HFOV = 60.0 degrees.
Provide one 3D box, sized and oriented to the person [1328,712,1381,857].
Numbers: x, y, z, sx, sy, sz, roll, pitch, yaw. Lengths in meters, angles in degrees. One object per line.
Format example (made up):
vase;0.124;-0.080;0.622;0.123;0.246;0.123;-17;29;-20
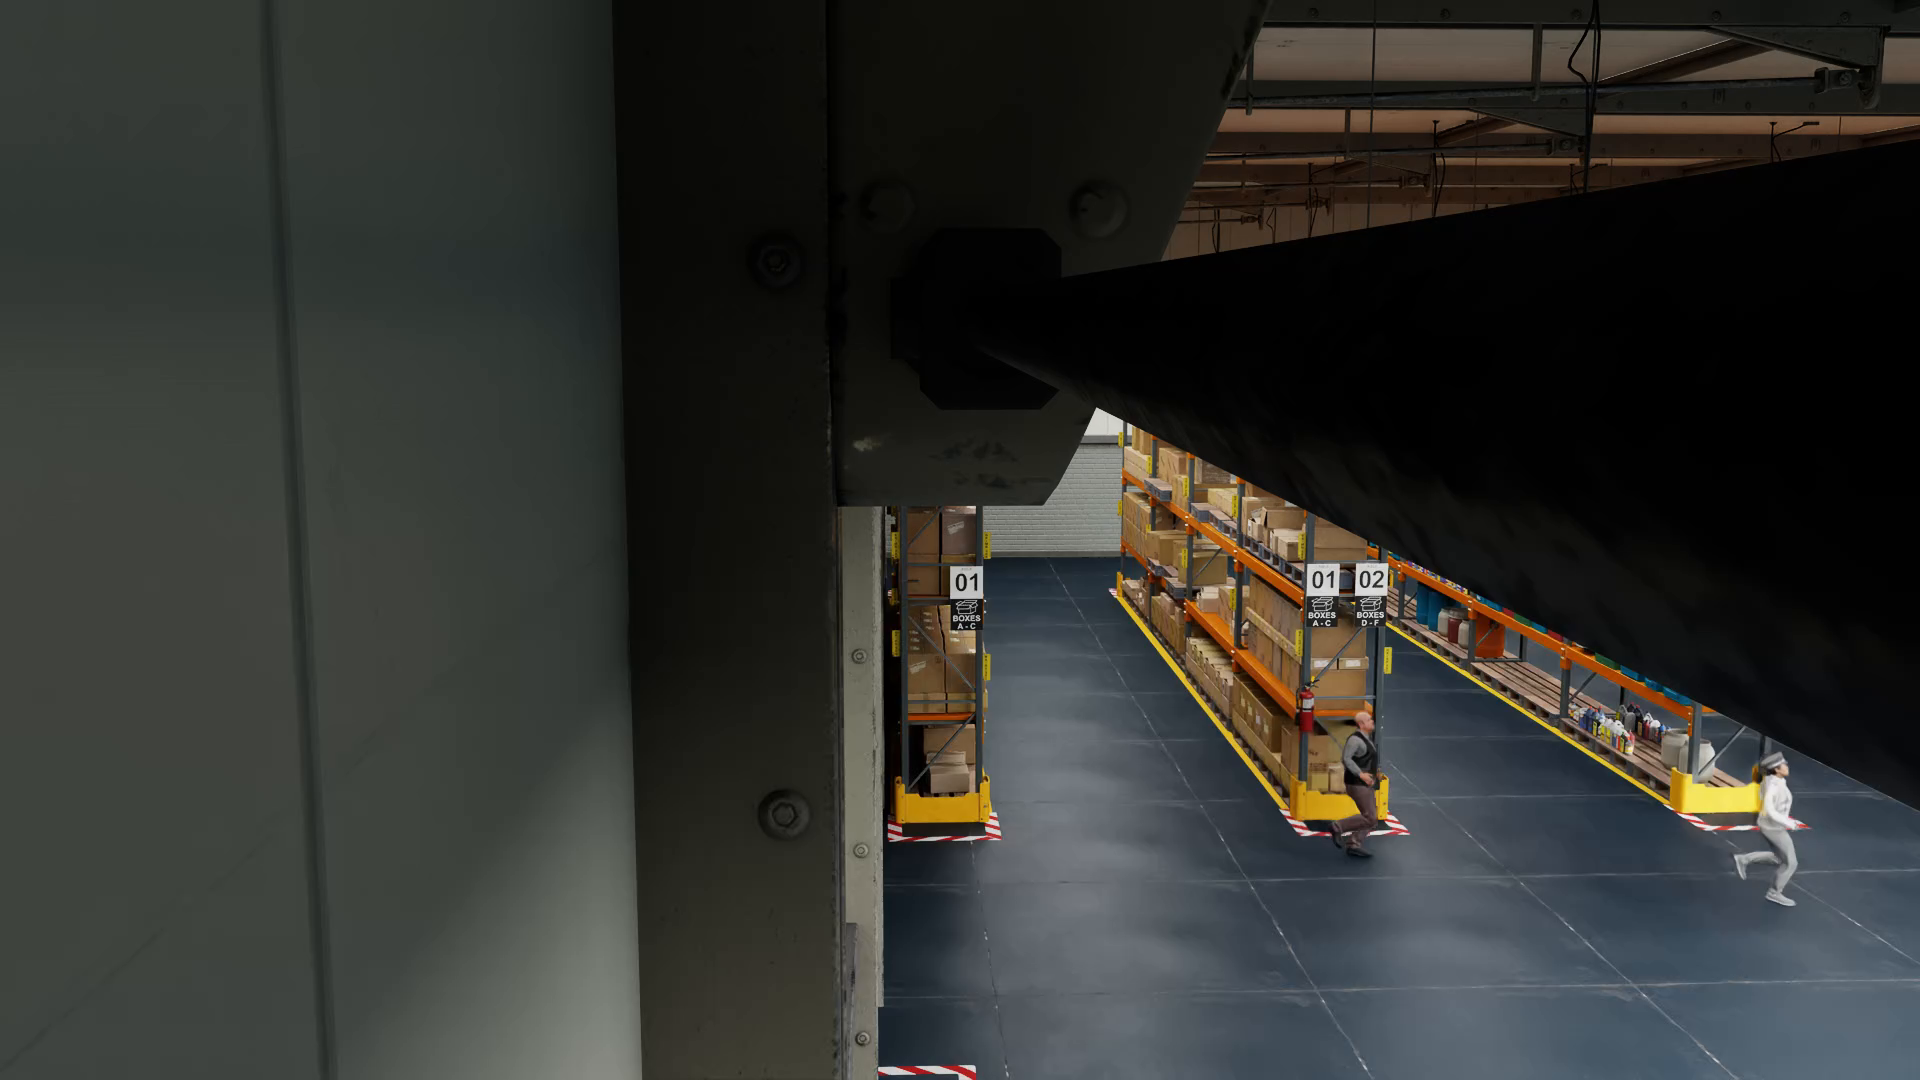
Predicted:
person;4.605;2.815;19.273;0.547;1.681;0.685;4;9;27

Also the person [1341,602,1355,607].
person;6.676;1.314;29.473;0.710;1.747;0.968;-1;8;-8

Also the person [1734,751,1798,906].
person;8.629;3.057;17.701;0.560;1.657;0.648;3;8;18
